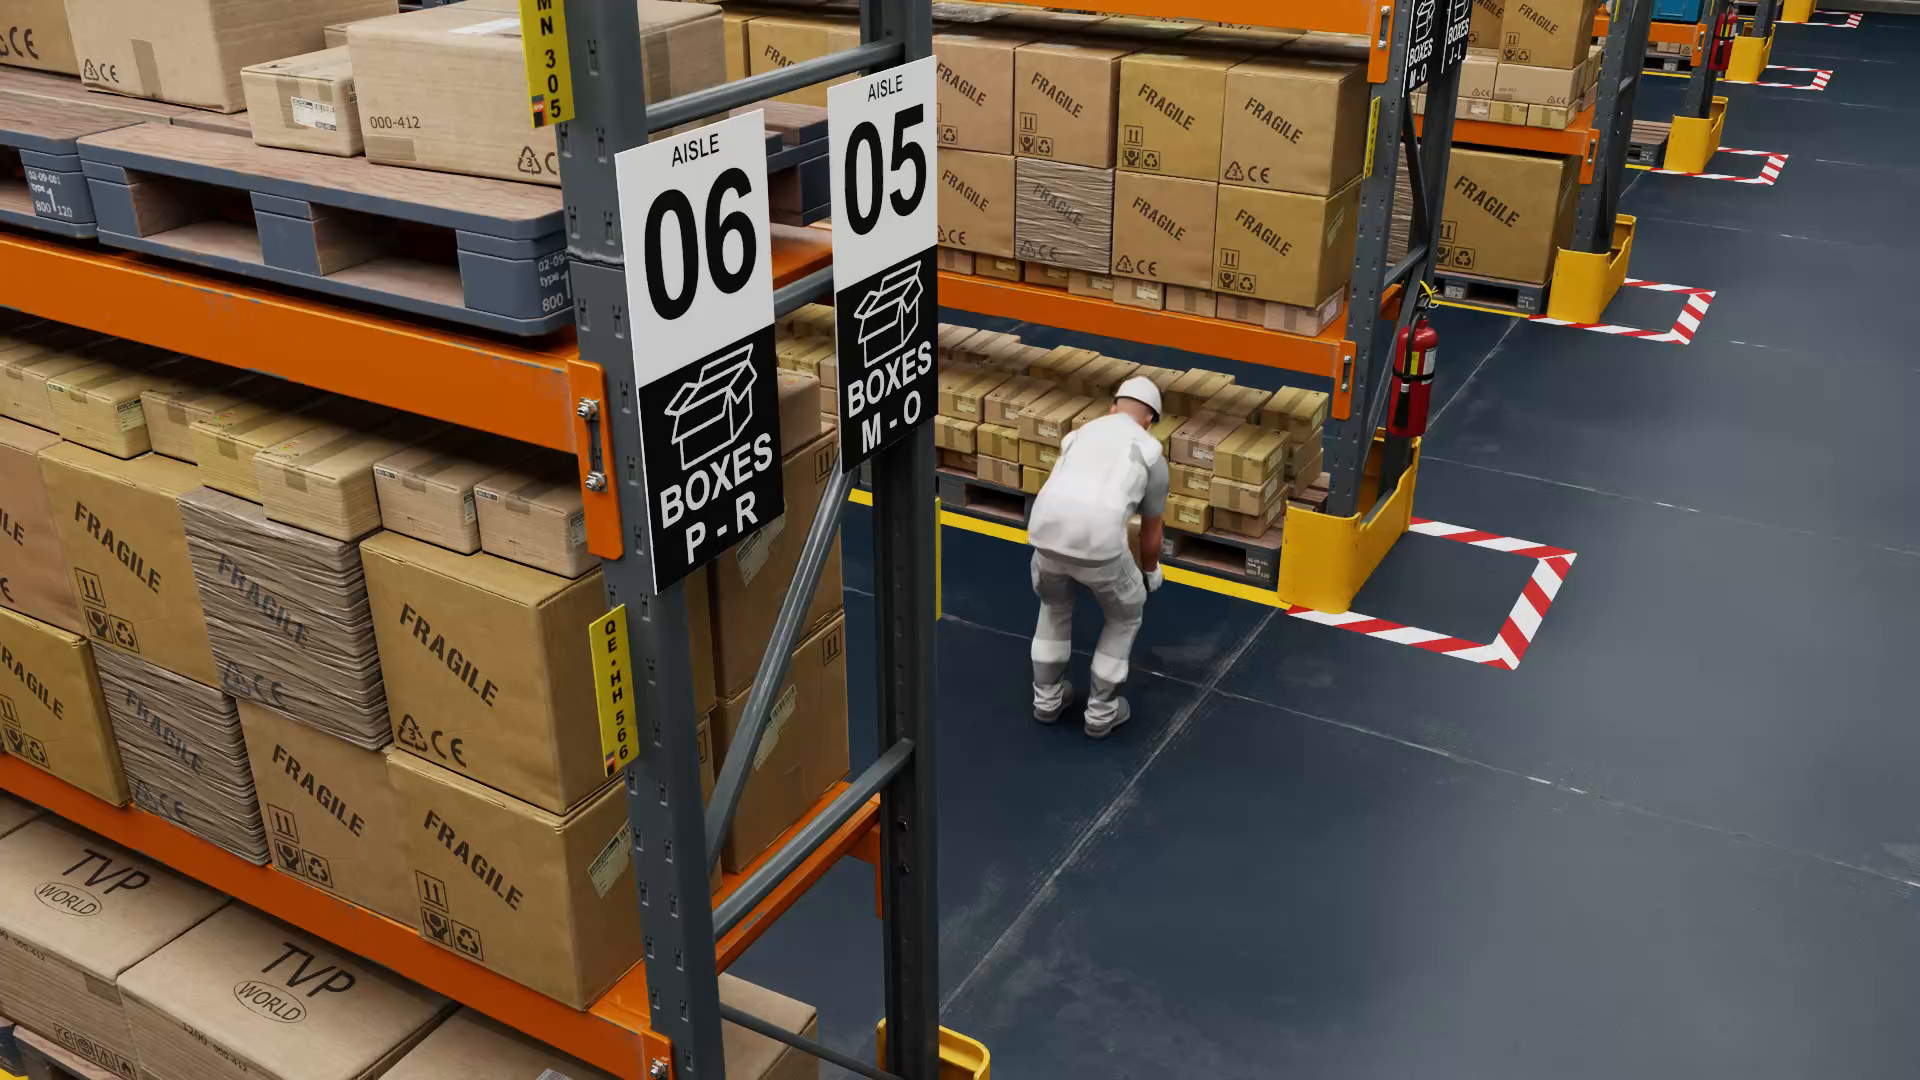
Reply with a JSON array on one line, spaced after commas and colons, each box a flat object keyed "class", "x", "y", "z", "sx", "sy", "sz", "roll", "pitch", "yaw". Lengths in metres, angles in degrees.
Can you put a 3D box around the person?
[{"class": "person", "x": 0.602, "y": 0.065, "z": 6.942, "sx": 0.497, "sy": 1.354, "sz": 0.899, "roll": 13, "pitch": 29, "yaw": 25}]
